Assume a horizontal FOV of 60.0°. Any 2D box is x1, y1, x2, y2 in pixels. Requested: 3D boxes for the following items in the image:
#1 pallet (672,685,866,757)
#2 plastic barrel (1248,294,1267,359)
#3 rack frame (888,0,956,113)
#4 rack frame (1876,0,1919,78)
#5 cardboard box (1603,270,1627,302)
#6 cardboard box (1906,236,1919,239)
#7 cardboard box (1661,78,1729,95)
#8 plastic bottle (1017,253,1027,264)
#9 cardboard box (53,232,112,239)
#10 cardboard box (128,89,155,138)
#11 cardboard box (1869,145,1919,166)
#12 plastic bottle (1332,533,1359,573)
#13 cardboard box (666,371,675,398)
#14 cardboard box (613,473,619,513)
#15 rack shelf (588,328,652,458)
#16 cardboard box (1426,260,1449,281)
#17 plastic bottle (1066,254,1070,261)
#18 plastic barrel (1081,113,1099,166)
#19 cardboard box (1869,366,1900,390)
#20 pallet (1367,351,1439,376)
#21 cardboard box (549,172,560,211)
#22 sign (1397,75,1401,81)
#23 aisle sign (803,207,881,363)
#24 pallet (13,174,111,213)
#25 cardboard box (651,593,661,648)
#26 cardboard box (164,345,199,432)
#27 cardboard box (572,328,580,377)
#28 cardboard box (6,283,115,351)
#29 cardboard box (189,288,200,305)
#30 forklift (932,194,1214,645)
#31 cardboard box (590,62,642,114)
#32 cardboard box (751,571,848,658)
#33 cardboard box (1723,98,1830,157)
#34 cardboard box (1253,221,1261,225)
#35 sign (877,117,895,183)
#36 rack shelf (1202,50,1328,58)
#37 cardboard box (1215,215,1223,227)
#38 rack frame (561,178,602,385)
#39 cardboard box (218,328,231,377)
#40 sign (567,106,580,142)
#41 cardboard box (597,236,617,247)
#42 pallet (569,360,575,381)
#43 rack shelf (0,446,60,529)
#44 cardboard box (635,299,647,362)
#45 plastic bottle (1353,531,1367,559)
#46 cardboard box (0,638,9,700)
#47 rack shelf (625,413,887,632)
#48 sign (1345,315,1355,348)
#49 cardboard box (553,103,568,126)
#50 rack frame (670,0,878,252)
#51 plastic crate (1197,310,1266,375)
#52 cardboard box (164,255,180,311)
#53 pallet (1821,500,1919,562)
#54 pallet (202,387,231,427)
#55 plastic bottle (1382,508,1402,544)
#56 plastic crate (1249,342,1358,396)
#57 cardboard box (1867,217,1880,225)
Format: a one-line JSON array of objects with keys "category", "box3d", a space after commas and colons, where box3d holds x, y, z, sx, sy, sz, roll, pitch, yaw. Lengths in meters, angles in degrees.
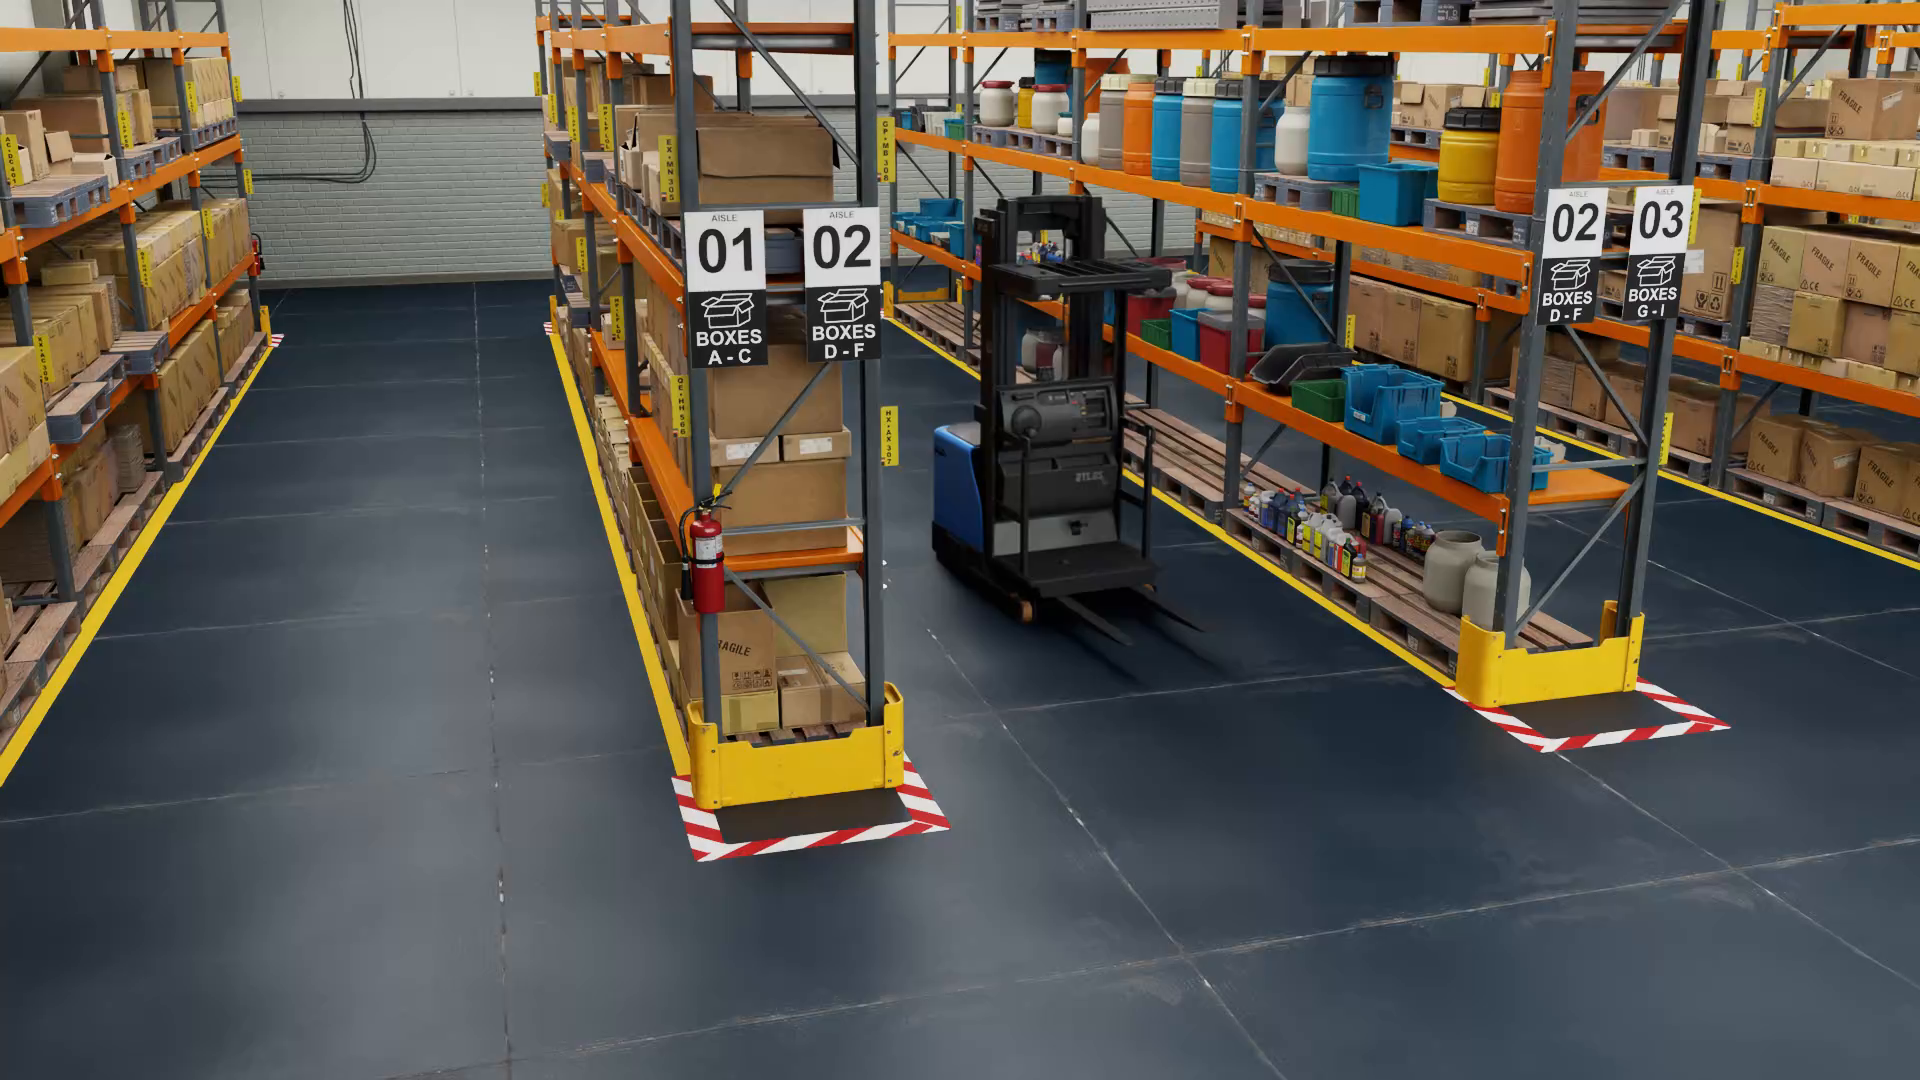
[{"category": "pallet", "box3d": [-1.168, 1.063, 10.045, 1.003, 0.211, 1.213, -5, 17, -15]}, {"category": "plastic barrel", "box3d": [2.695, -1.908, 14.853, 0.433, 0.535, 0.433, 0, 17, 0]}, {"category": "rack frame", "box3d": [-0.551, -7.753, 24.121, 1.000, 3.000, 0.127, -5, 17, -15]}, {"category": "rack frame", "box3d": [11.207, -6.296, 19.270, 1.000, 3.000, 0.127, -5, 17, -15]}, {"category": "cardboard box", "box3d": [6.944, -2.675, 16.734, 0.797, 0.503, 0.637, -3, 17, -10]}, {"category": "cardboard box", "box3d": [8.173, -2.242, 13.774, 0.500, 0.500, 0.500, -5, 17, -15]}, {"category": "cardboard box", "box3d": [10.106, -6.101, 22.933, 0.700, 0.500, 0.500, -5, 17, -15]}, {"category": "plastic bottle", "box3d": [0.721, -3.173, 19.388, 0.144, 0.351, 0.185, -5, 17, -15]}, {"category": "cardboard box", "box3d": [-8.528, -2.834, 16.142, 0.500, 0.250, 0.500, -5, 17, -17]}, {"category": "cardboard box", "box3d": [-8.841, -4.433, 17.345, 0.700, 0.500, 0.500, -6, 18, -18]}, {"category": "cardboard box", "box3d": [7.593, -3.104, 13.424, 0.380, 0.149, 0.250, -5, 17, -16]}, {"category": "plastic bottle", "box3d": [2.877, 0.094, 12.394, 0.152, 0.276, 0.135, -5, 17, -15]}, {"category": "cardboard box", "box3d": [-1.700, -1.011, 10.802, 0.380, 0.149, 0.250, -5, 17, -16]}, {"category": "cardboard box", "box3d": [-2.688, -0.428, 14.212, 0.500, 0.250, 0.500, -4, 17, -14]}, {"category": "rack shelf", "box3d": [-2.566, -1.379, 14.579, 1.077, 0.370, 4.000, -5, 17, -15]}, {"category": "cardboard box", "box3d": [5.905, -3.362, 19.756, 0.500, 0.500, 0.500, -5, 17, -16]}, {"category": "plastic bottle", "box3d": [1.307, -3.289, 19.902, 0.152, 0.276, 0.135, -5, 17, -15]}, {"category": "plastic barrel", "box3d": [1.439, -4.047, 16.803, 0.421, 0.512, 0.421, 0, 17, 0]}, {"category": "cardboard box", "box3d": [7.704, -1.335, 13.619, 0.380, 0.149, 0.250, -5, 17, -15]}, {"category": "pallet", "box3d": [5.934, -2.284, 21.189, 1.003, 0.211, 1.213, -5, 17, -15]}, {"category": "cardboard box", "box3d": [-5.295, -4.729, 22.568, 0.500, 0.500, 0.500, -5, 17, -15]}, {"category": "sign", "box3d": [5.830, -6.046, 22.205, 0.100, 0.325, 0.005, -5, 17, -15]}, {"category": "aisle sign", "box3d": [-0.605, -1.315, 8.596, 0.394, 0.787, 0.004, -5, 17, -15]}, {"category": "pallet", "box3d": [-7.134, -2.590, 12.473, 1.213, 0.211, 1.003, -5, 17, -15]}, {"category": "cardboard box", "box3d": [-1.773, 0.513, 11.080, 0.500, 0.250, 0.500, -5, 17, -15]}, {"category": "cardboard box", "box3d": [-8.188, -1.512, 16.779, 0.750, 0.750, 0.750, -5, 17, -16]}, {"category": "cardboard box", "box3d": [-4.316, -2.244, 19.787, 0.500, 0.500, 0.500, -6, 18, -18]}, {"category": "cardboard box", "box3d": [-7.559, -1.861, 13.995, 0.700, 0.500, 0.500, -6, 18, -20]}, {"category": "cardboard box", "box3d": [-8.363, -2.597, 17.785, 0.380, 0.149, 0.250, -5, 17, -15]}, {"category": "forklift", "box3d": [0.809, -0.944, 11.998, 1.130, 2.935, 3.031, -7, 18, -22]}, {"category": "cardboard box", "box3d": [-3.510, -4.643, 17.070, 0.500, 0.500, 0.500, -5, 17, -15]}, {"category": "cardboard box", "box3d": [-0.990, 0.389, 10.190, 0.500, 0.500, 0.500, -5, 17, -15]}, {"category": "cardboard box", "box3d": [7.475, -3.777, 15.190, 0.797, 0.503, 0.637, -6, 18, -18]}, {"category": "cardboard box", "box3d": [4.516, -4.762, 24.334, 0.500, 0.250, 0.500, -5, 17, -16]}, {"category": "sign", "box3d": [-0.382, -1.999, 8.522, 0.100, 0.325, 0.005, -5, 17, -15]}, {"category": "rack shelf", "box3d": [4.761, -7.056, 23.744, 1.077, 0.370, 4.000, -5, 17, -15]}, {"category": "cardboard box", "box3d": [4.134, -4.885, 25.439, 0.380, 0.149, 0.250, -5, 17, -17]}, {"category": "rack frame", "box3d": [-4.215, -3.383, 20.001, 1.000, 3.000, 0.127, -5, 17, -15]}, {"category": "cardboard box", "box3d": [-9.084, -2.209, 19.708, 0.700, 0.500, 0.500, -4, 17, -15]}, {"category": "sign", "box3d": [-3.638, -3.918, 15.670, 0.100, 0.325, 0.005, -5, 17, -15]}, {"category": "cardboard box", "box3d": [-3.465, -2.959, 17.685, 0.700, 0.500, 0.500, -1, 17, -5]}, {"category": "pallet", "box3d": [-4.403, -2.238, 21.034, 1.003, 0.211, 1.213, -5, 17, -15]}, {"category": "rack shelf", "box3d": [-6.229, 0.120, 9.588, 1.077, 0.370, 4.000, -5, 17, -15]}, {"category": "cardboard box", "box3d": [-2.639, -1.862, 14.762, 0.500, 0.500, 0.500, -6, 18, -18]}, {"category": "plastic bottle", "box3d": [2.979, 0.082, 12.422, 0.061, 0.283, 0.133, -5, 17, -15]}, {"category": "cardboard box", "box3d": [-6.093, 0.752, 9.814, 0.700, 0.500, 0.500, -6, 18, -19]}, {"category": "rack shelf", "box3d": [-1.467, -0.272, 10.895, 1.077, 0.370, 4.000, -5, 17, -15]}, {"category": "sign", "box3d": [3.279, -1.734, 14.029, 0.100, 0.325, 0.005, -5, 17, -15]}, {"category": "cardboard box", "box3d": [-4.610, -5.100, 19.895, 0.500, 0.250, 0.500, -5, 17, -15]}, {"category": "rack frame", "box3d": [-0.917, -2.937, 8.087, 1.000, 3.000, 0.127, -5, 17, -15]}, {"category": "plastic crate", "box3d": [2.320, -1.701, 14.290, 0.402, 0.464, 0.583, -5, 17, -15]}, {"category": "cardboard box", "box3d": [-8.036, -2.521, 16.406, 0.500, 0.500, 0.500, -5, 17, -16]}, {"category": "pallet", "box3d": [8.067, -0.096, 13.904, 1.003, 0.211, 1.213, -5, 17, -15]}, {"category": "pallet", "box3d": [-8.693, -1.447, 18.404, 1.003, 0.211, 1.213, -5, 17, -15]}, {"category": "plastic bottle", "box3d": [3.384, -0.124, 13.121, 0.152, 0.276, 0.135, -4, 17, -14]}, {"category": "plastic crate", "box3d": [2.769, -1.376, 13.427, 0.767, 0.338, 0.504, -5, 17, -15]}, {"category": "cardboard box", "box3d": [11.265, -3.933, 20.504, 0.380, 0.149, 0.250, -5, 17, -15]}]
